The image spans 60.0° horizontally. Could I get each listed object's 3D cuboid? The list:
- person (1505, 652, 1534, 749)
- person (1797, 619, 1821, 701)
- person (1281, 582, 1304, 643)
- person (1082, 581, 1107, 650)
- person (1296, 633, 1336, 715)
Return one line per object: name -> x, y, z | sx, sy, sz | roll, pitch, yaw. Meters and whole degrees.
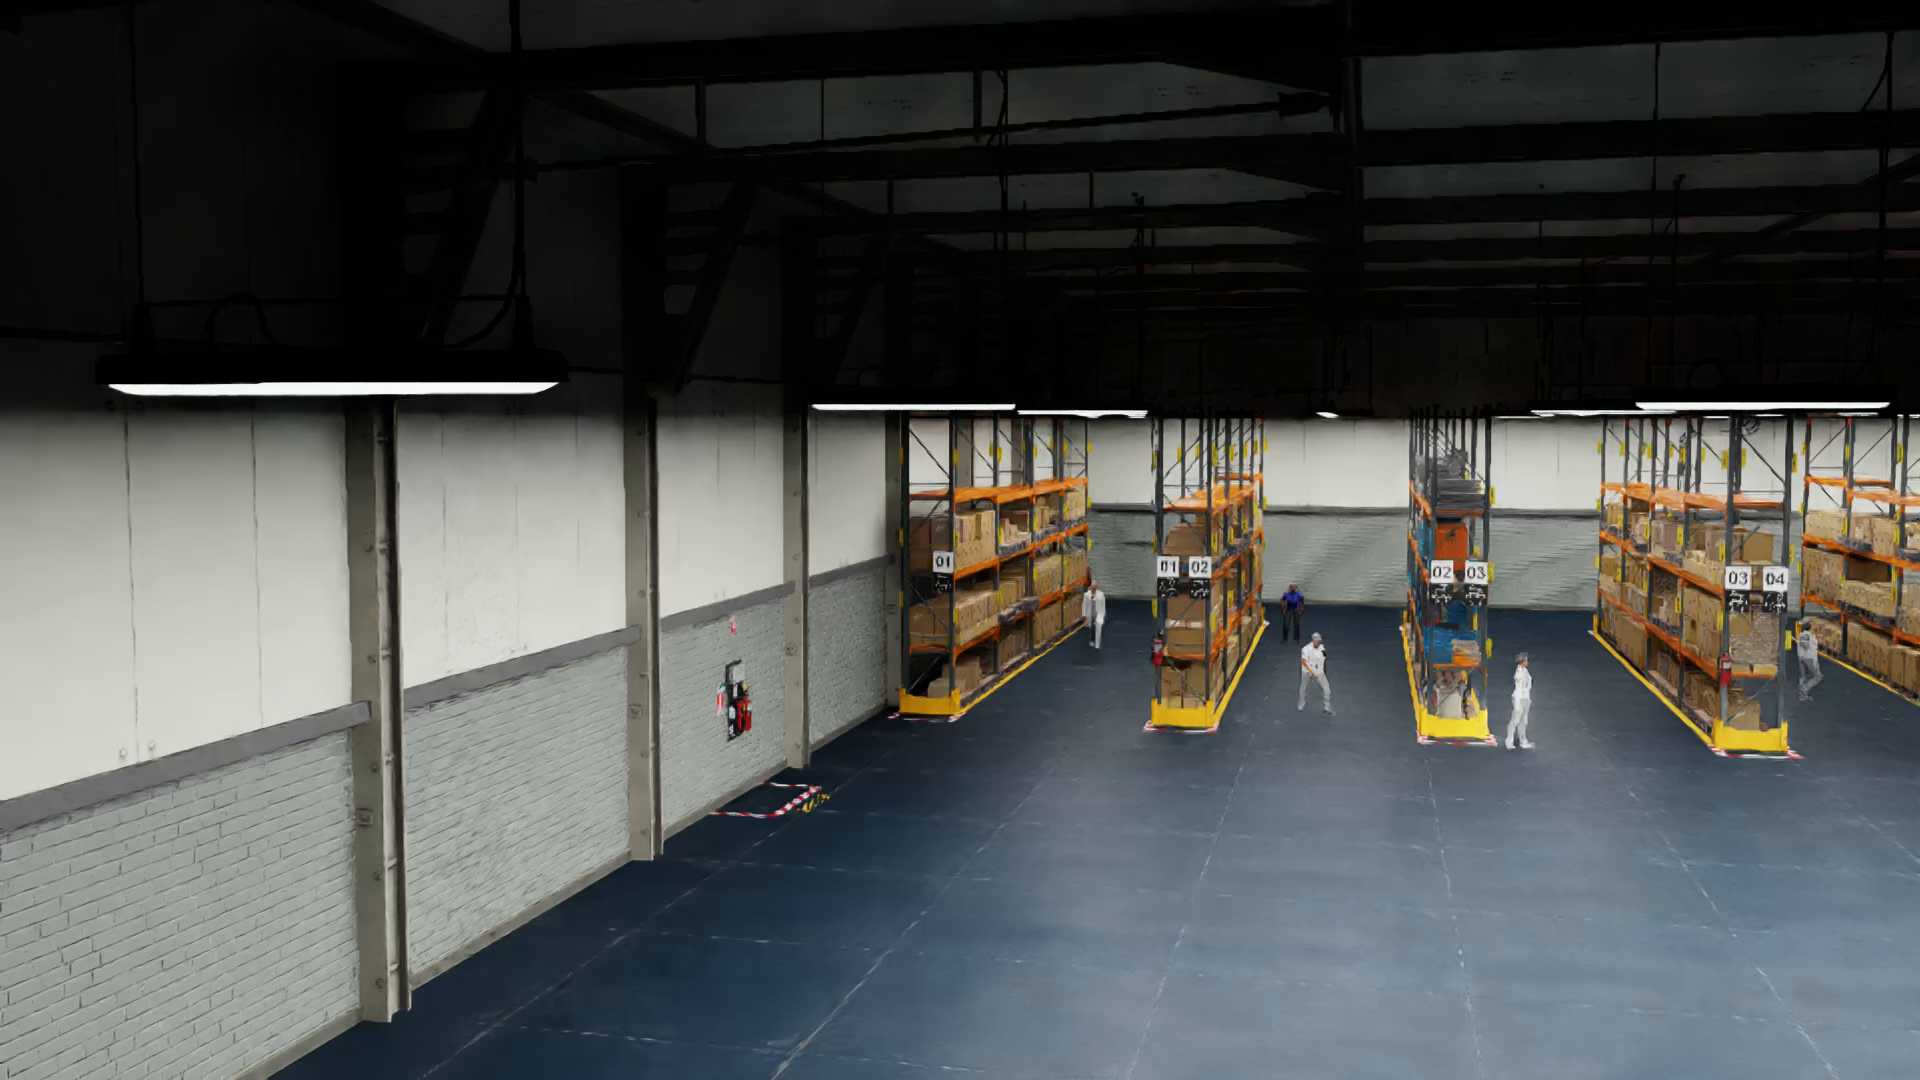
person -> 9.788, 2.802, 29.059 | 0.453, 1.677, 0.605 | 2, 5, 26
person -> 17.268, 2.453, 33.928 | 0.414, 1.675, 0.518 | -1, 4, -14
person -> 8.549, 1.874, 42.775 | 0.592, 1.580, 0.518 | 1, 4, 11
person -> 3.347, 1.868, 41.653 | 0.589, 1.698, 1.196 | 1, 4, 12
person -> 6.933, 2.587, 32.486 | 0.656, 1.598, 0.796 | 0, 4, -6
